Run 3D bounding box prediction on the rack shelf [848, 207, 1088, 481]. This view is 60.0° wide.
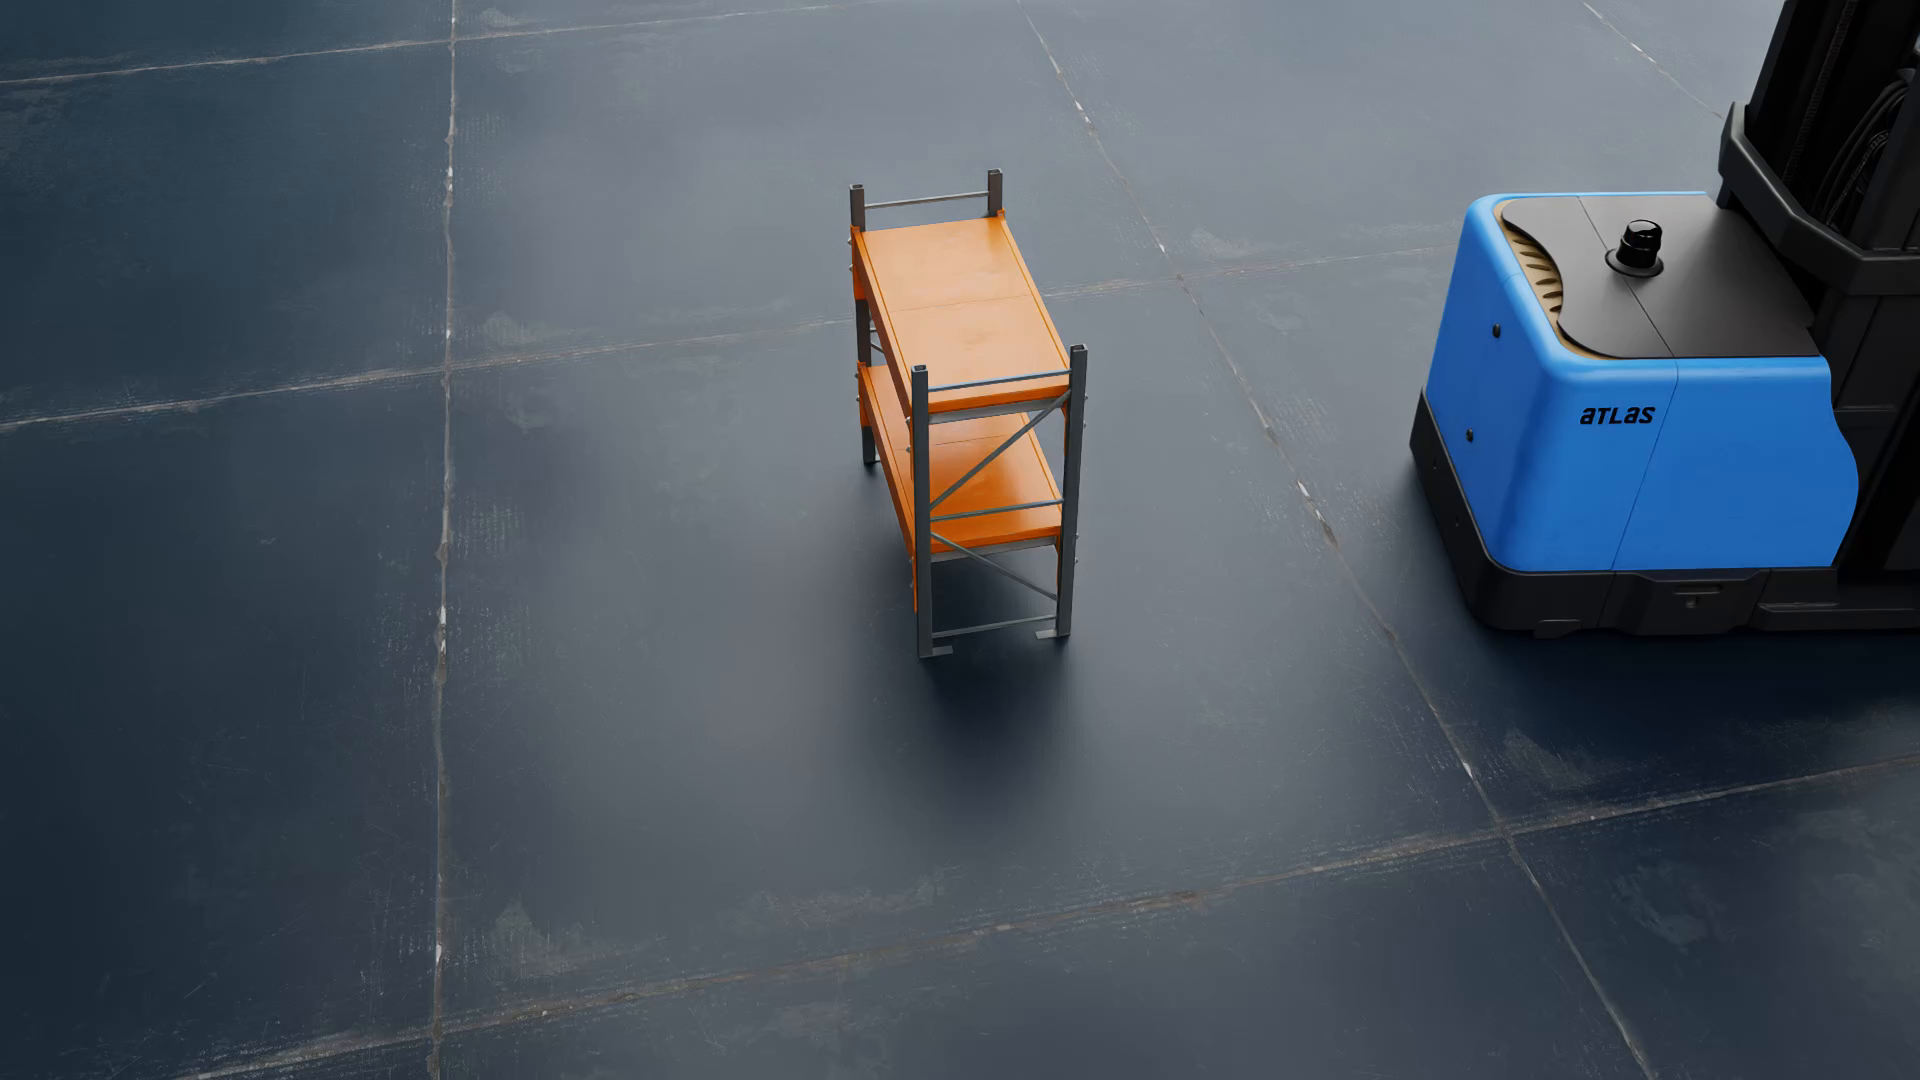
[{"bbox_3d":[0.001,-0.635,5.177,0.538,0.278,1.000,-8,42,-9],"label":"rack shelf"}]

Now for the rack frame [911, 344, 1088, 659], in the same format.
[{"bbox_3d":[0.111,-0.087,5.000,0.500,1.125,0.032,-8,42,-9],"label":"rack frame"}]

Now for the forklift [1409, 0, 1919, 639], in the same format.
[{"bbox_3d":[3.155,-1.129,4.814,3.031,2.935,1.130,-1,42,-1],"label":"forklift"}]

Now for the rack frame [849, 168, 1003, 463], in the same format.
[{"bbox_3d":[-0.108,-0.746,5.743,0.500,1.125,0.032,-8,42,-9],"label":"rack frame"}]

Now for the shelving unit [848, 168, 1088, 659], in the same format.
[{"bbox_3d":[0.001,-0.416,5.372,0.538,1.125,1.048,-8,42,-9],"label":"shelving unit"}]

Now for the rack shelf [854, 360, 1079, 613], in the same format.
[{"bbox_3d":[0.001,-0.233,5.534,0.538,0.278,1.000,-8,42,-9],"label":"rack shelf"}]
